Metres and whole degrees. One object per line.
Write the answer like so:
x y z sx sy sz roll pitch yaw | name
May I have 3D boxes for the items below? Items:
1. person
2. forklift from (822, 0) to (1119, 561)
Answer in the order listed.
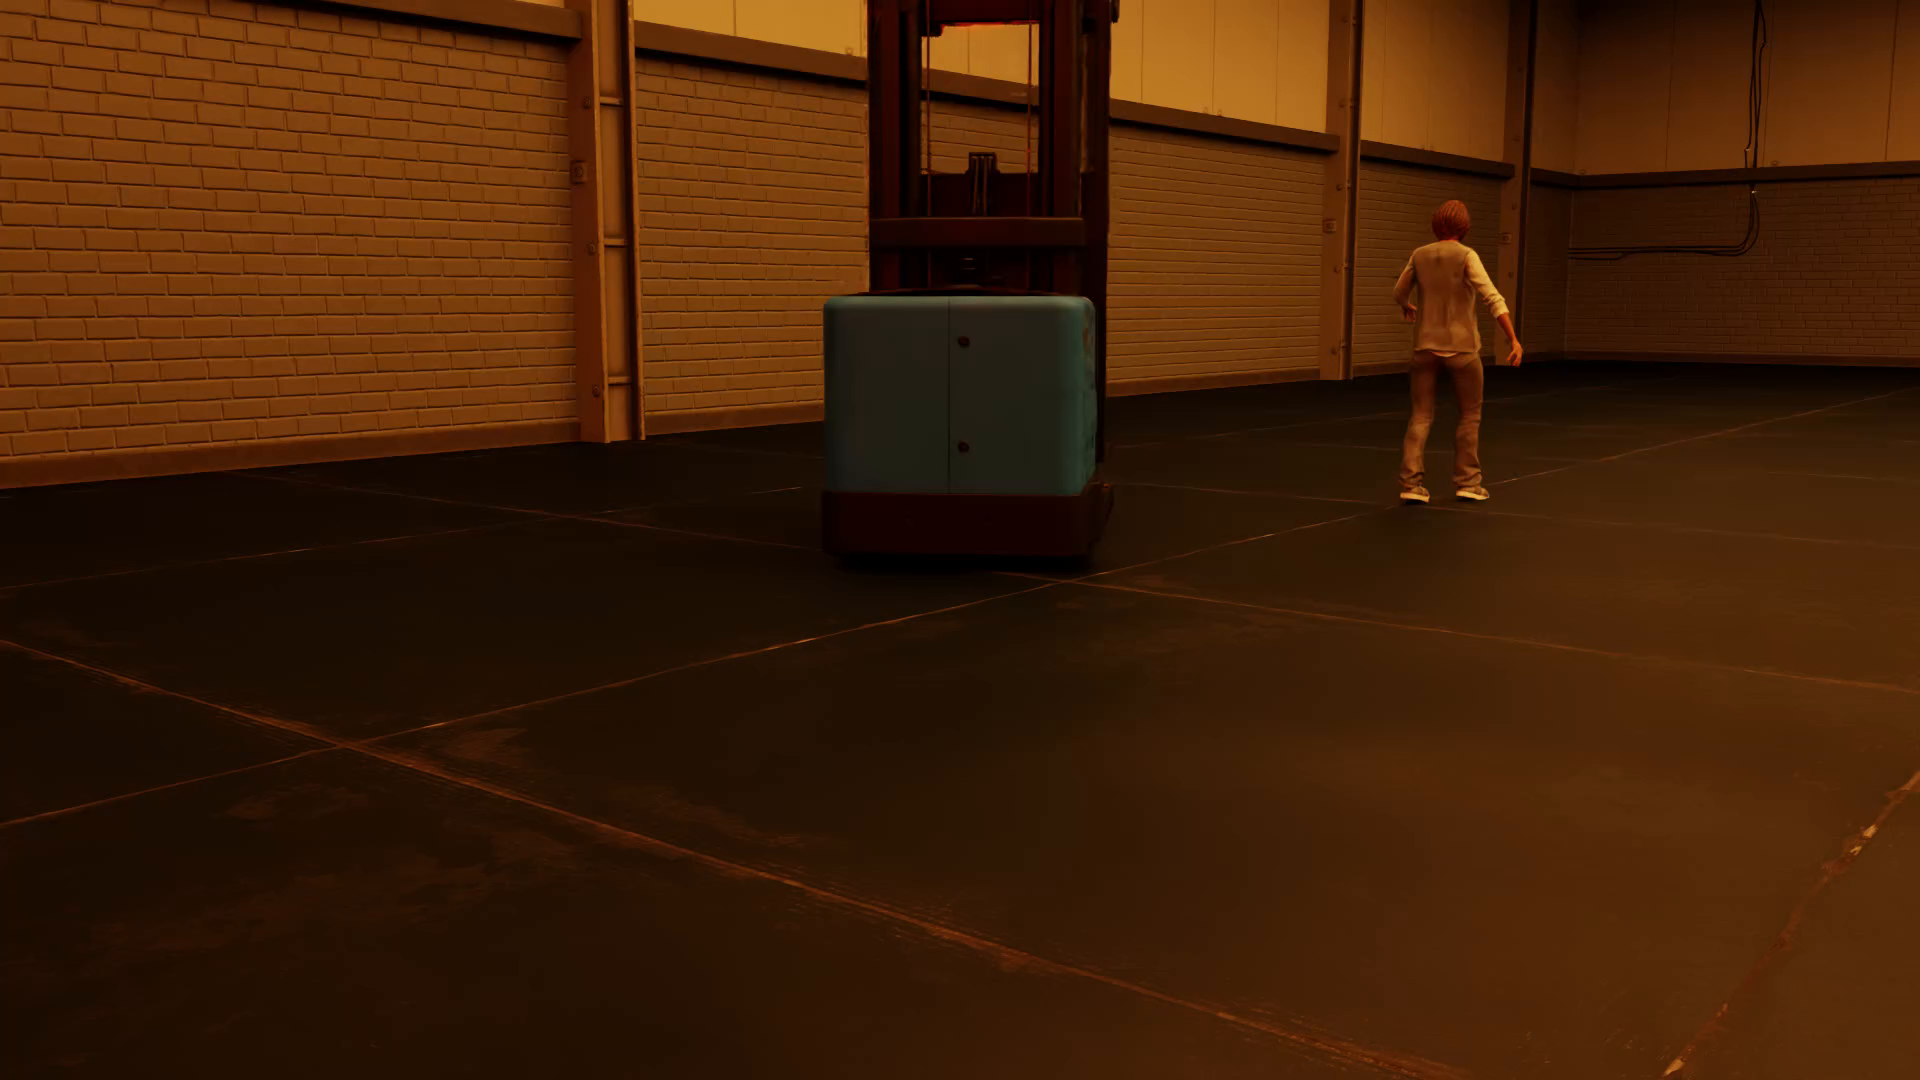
2.593 -0.970 8.706 0.826 1.573 0.701 7 11 38 | person
0.166 -1.538 7.796 1.130 2.935 3.031 1 8 8 | forklift
